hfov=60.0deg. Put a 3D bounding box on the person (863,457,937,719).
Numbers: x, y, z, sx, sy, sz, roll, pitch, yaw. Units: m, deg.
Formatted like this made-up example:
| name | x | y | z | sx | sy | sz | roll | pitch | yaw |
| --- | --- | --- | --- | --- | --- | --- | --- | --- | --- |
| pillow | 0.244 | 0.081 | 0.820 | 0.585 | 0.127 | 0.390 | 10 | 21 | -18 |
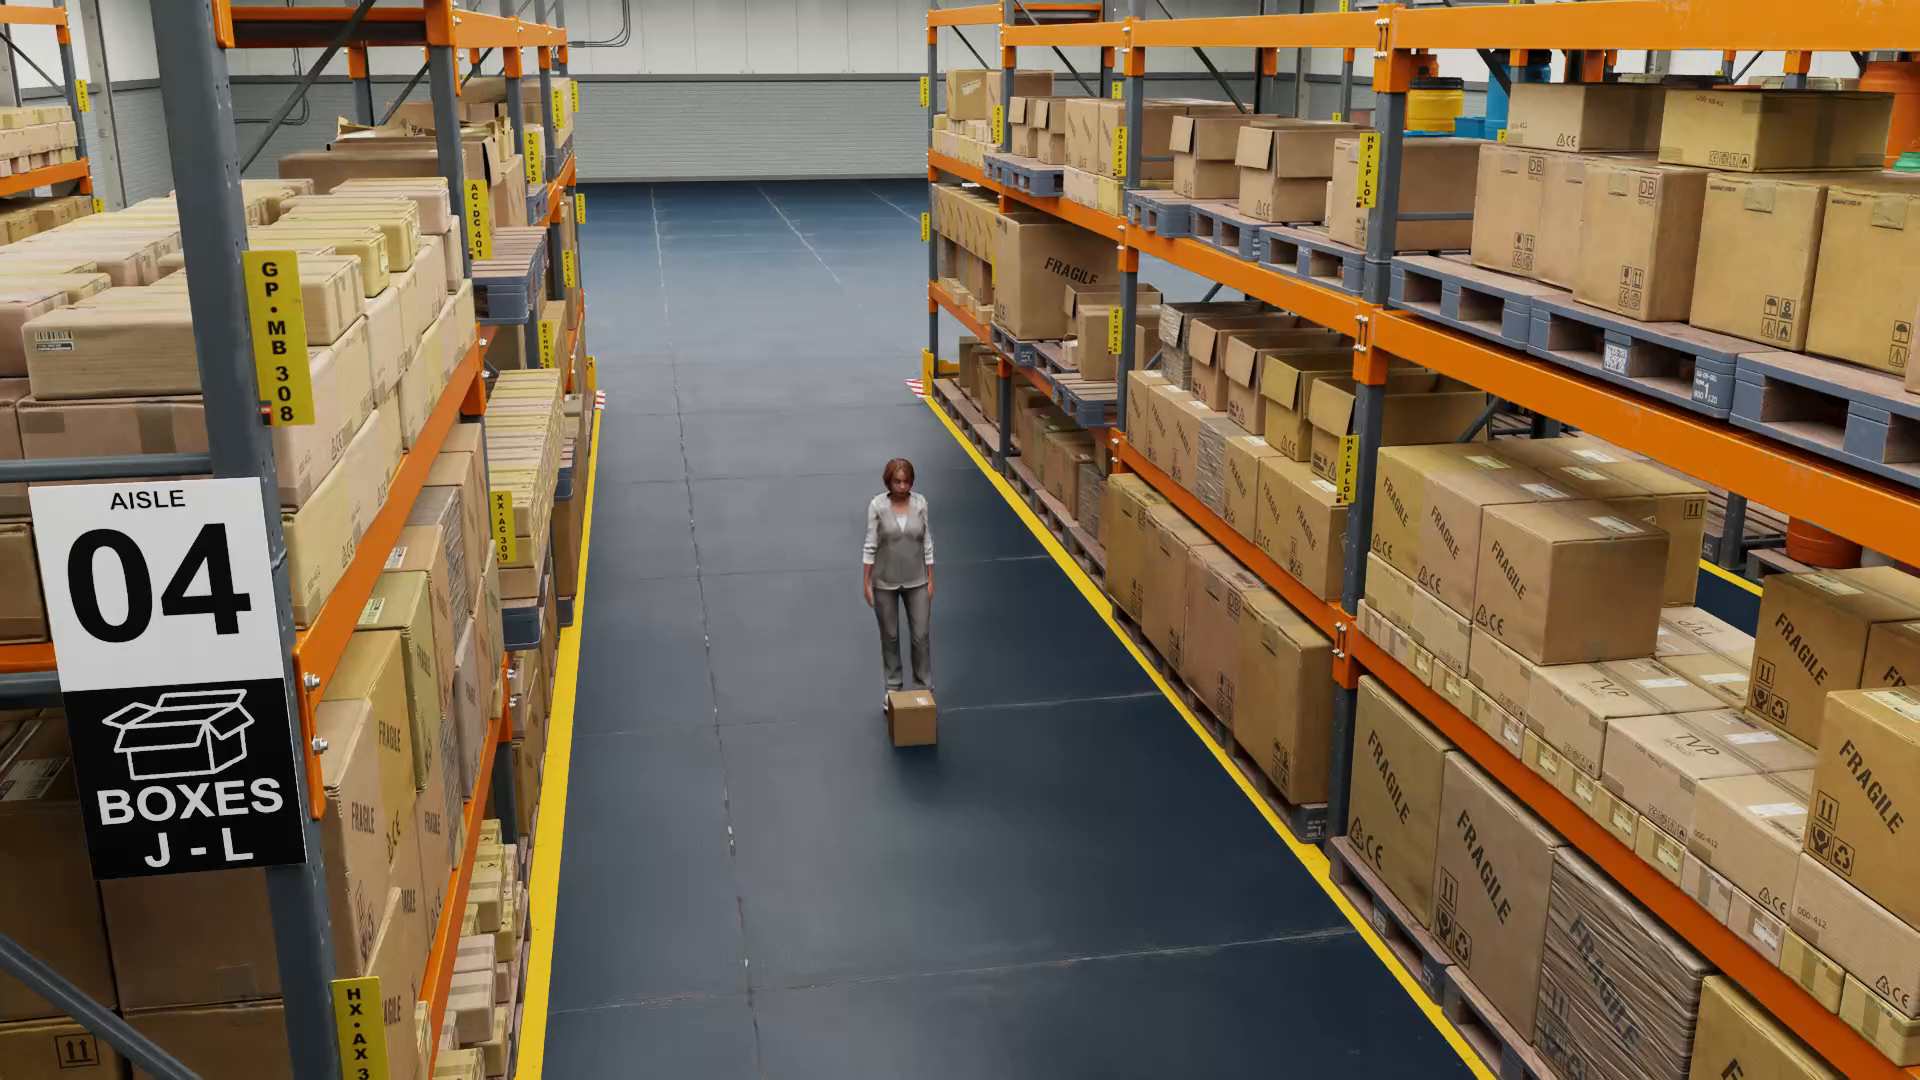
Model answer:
| name | x | y | z | sx | sy | sz | roll | pitch | yaw |
| --- | --- | --- | --- | --- | --- | --- | --- | --- | --- |
| person | -0.360 | 0.291 | 10.069 | 0.438 | 1.604 | 0.496 | -3 | 17 | -10 |
